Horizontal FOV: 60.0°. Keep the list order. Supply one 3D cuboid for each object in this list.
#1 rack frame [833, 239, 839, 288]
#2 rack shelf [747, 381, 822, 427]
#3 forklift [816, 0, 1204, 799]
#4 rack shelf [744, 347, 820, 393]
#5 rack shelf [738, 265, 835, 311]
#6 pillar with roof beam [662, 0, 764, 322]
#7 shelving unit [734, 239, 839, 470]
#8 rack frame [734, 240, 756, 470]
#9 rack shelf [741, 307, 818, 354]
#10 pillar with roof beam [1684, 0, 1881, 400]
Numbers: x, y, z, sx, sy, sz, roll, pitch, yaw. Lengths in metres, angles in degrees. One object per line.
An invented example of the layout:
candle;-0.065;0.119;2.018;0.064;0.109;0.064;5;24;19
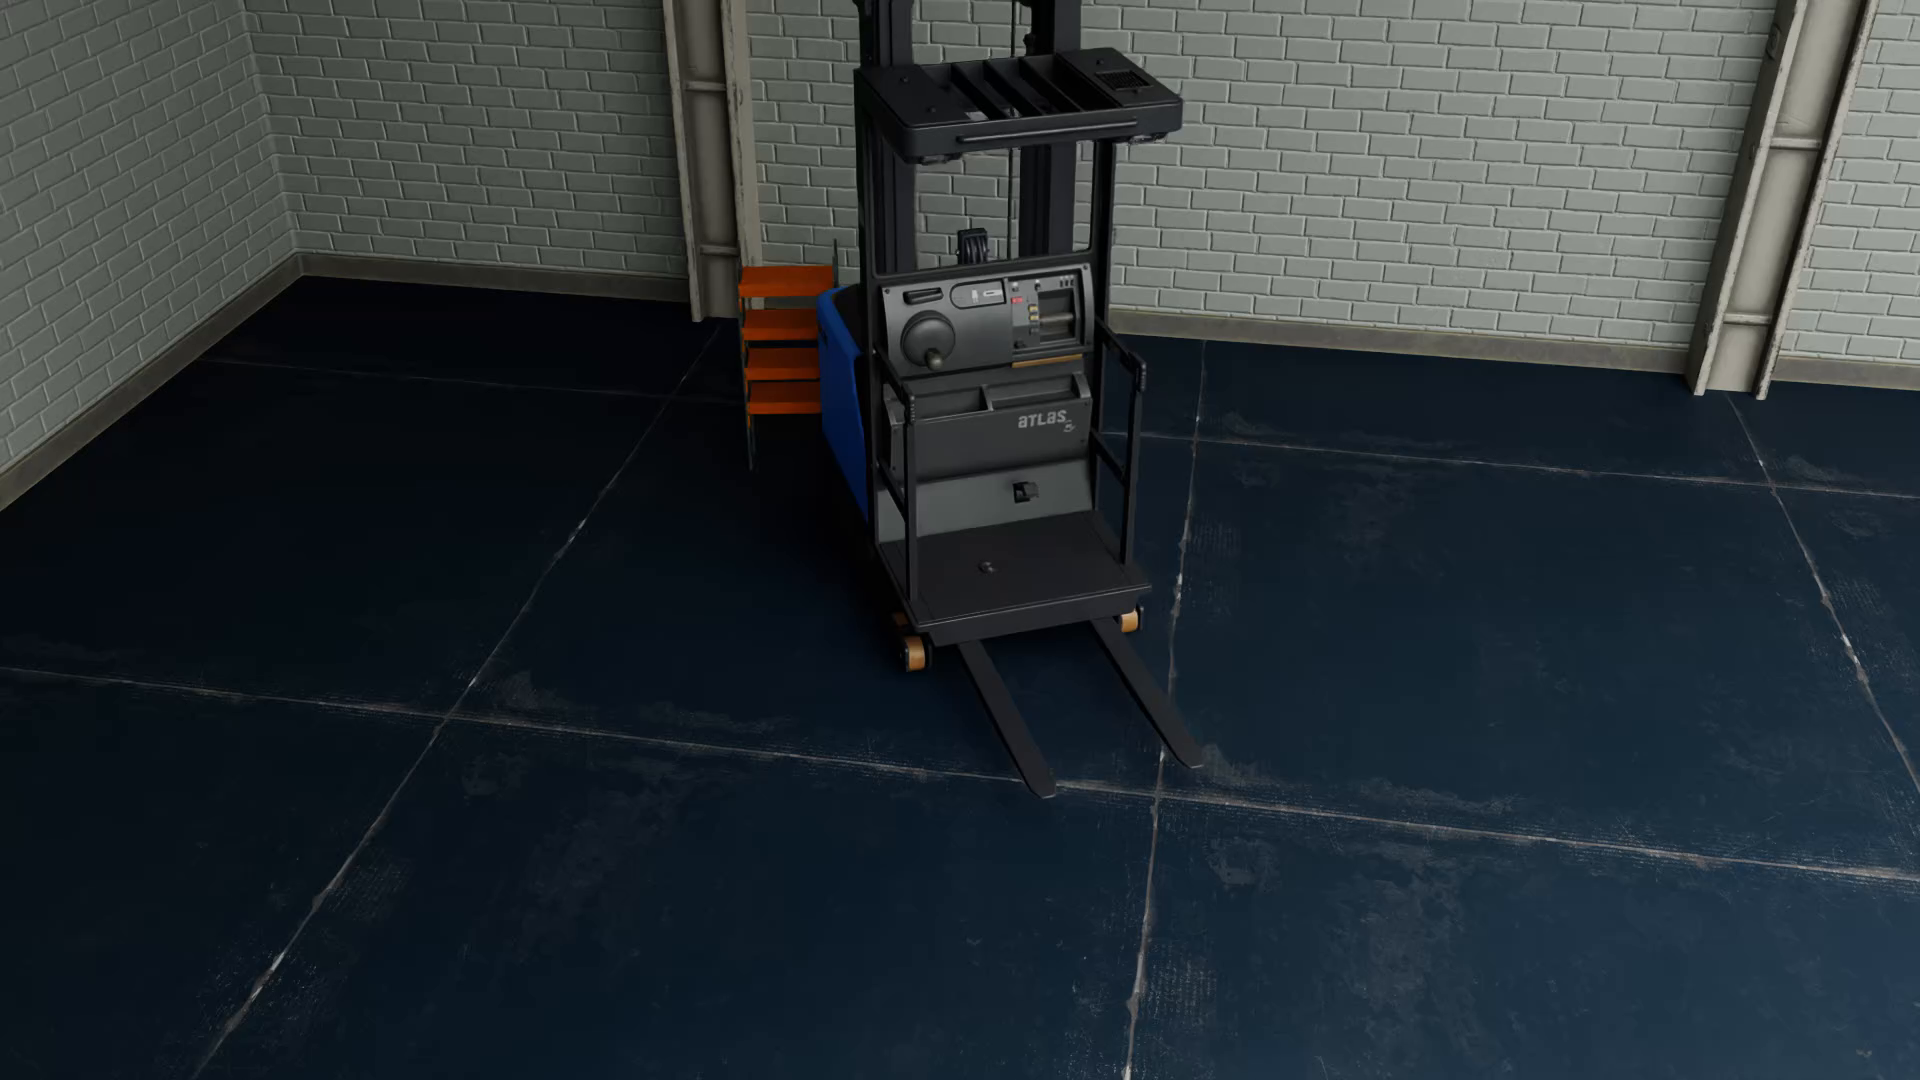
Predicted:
rack frame;-0.627;-0.954;8.643;0.015;1.200;0.240;-1;32;-2
rack shelf;-0.871;-0.724;8.776;0.480;0.148;0.258;-1;32;-2
forklift;0.189;-0.898;6.923;1.130;2.935;3.031;-9;33;-14
rack shelf;-0.871;-0.892;8.671;0.480;0.148;0.258;-1;32;-2
rack shelf;-0.871;-1.282;8.427;0.480;0.148;0.258;-1;32;-2
pillar with roof beam;-2.189;-2.999;4.560;0.400;9.000;9.100;5;32;8
shelving unit;-0.871;-0.949;8.635;0.503;1.200;0.258;-1;32;-2
rack frame;-1.115;-0.944;8.627;0.015;1.200;0.240;-1;32;-2
rack shelf;-0.871;-1.082;8.552;0.480;0.148;0.258;-1;32;-2
pillar with roof beam;3.725;-2.464;3.705;0.400;9.000;9.100;5;32;8
